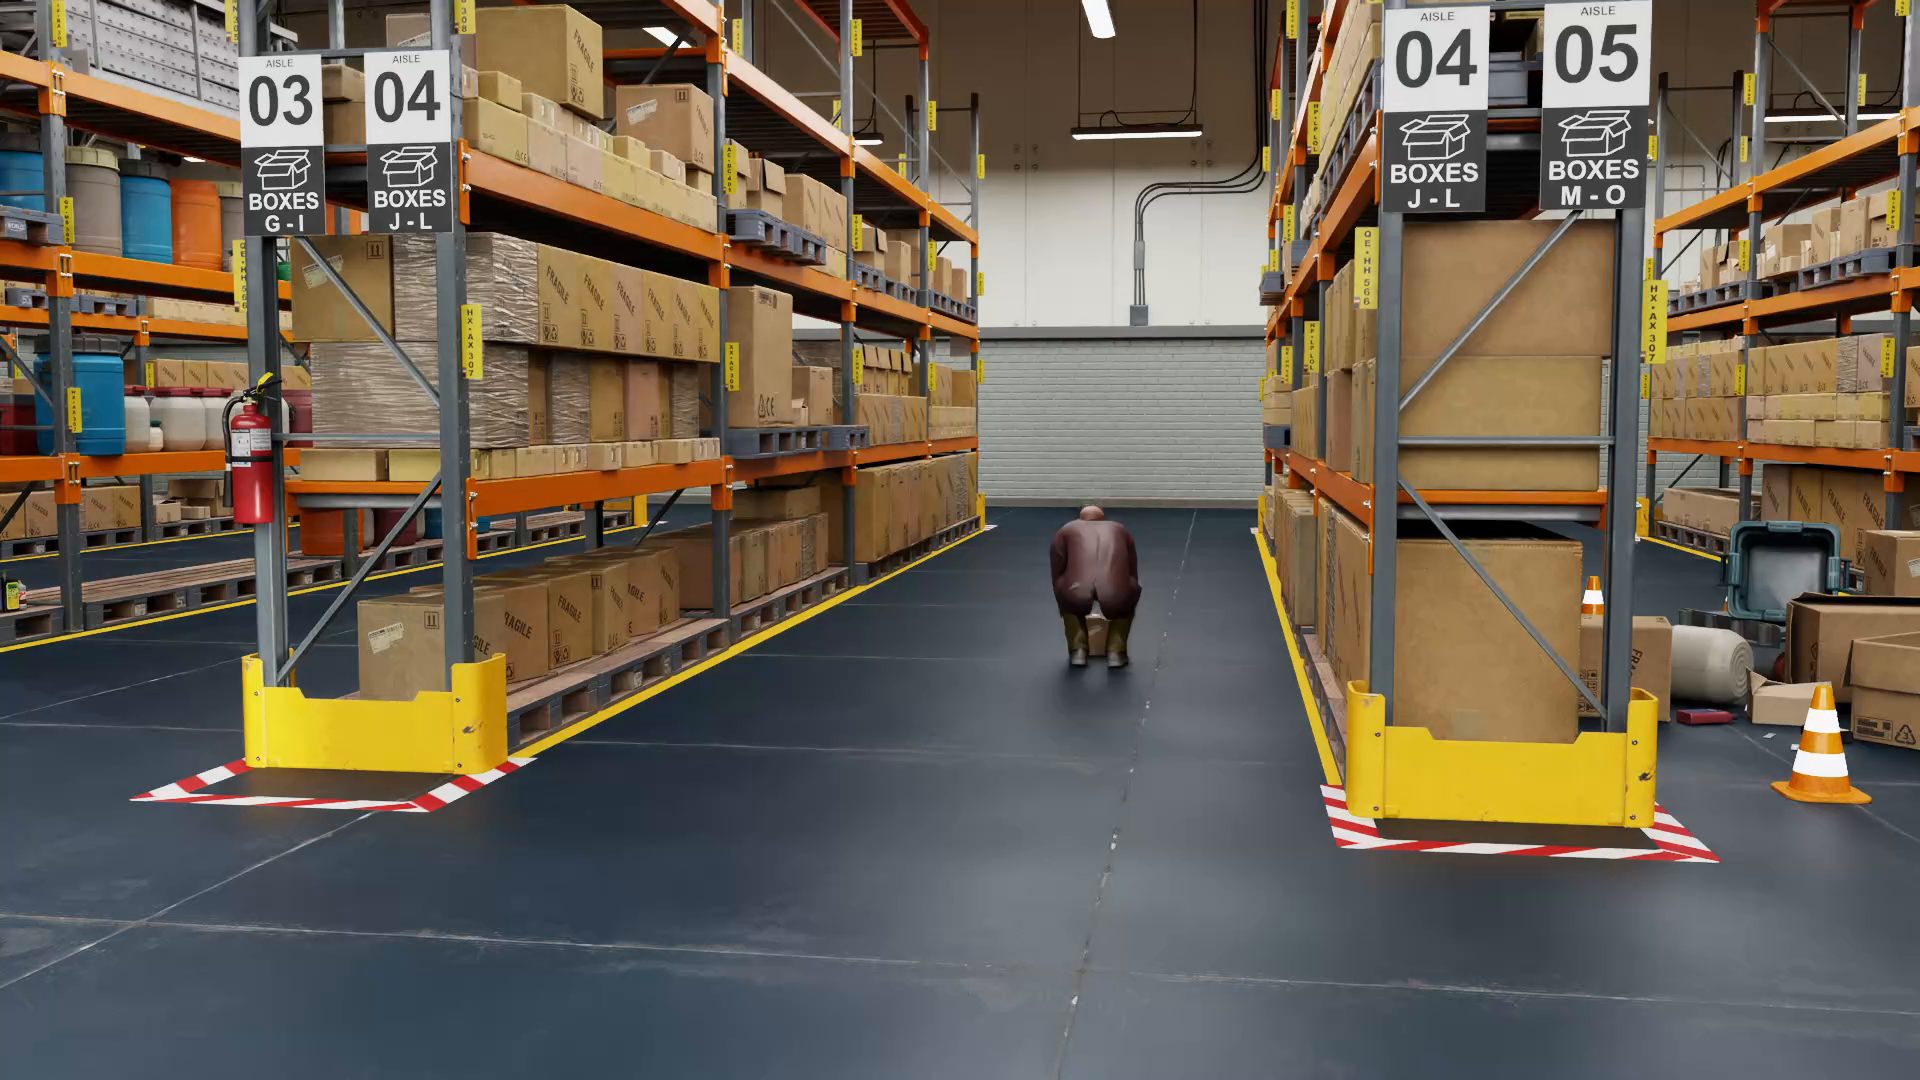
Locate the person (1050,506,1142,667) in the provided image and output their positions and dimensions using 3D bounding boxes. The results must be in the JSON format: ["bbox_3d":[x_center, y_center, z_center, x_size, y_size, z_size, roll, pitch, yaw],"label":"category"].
[{"bbox_3d":[0.880,0.294,10.833,0.610,1.002,0.900,1,4,8],"label":"person"}]
